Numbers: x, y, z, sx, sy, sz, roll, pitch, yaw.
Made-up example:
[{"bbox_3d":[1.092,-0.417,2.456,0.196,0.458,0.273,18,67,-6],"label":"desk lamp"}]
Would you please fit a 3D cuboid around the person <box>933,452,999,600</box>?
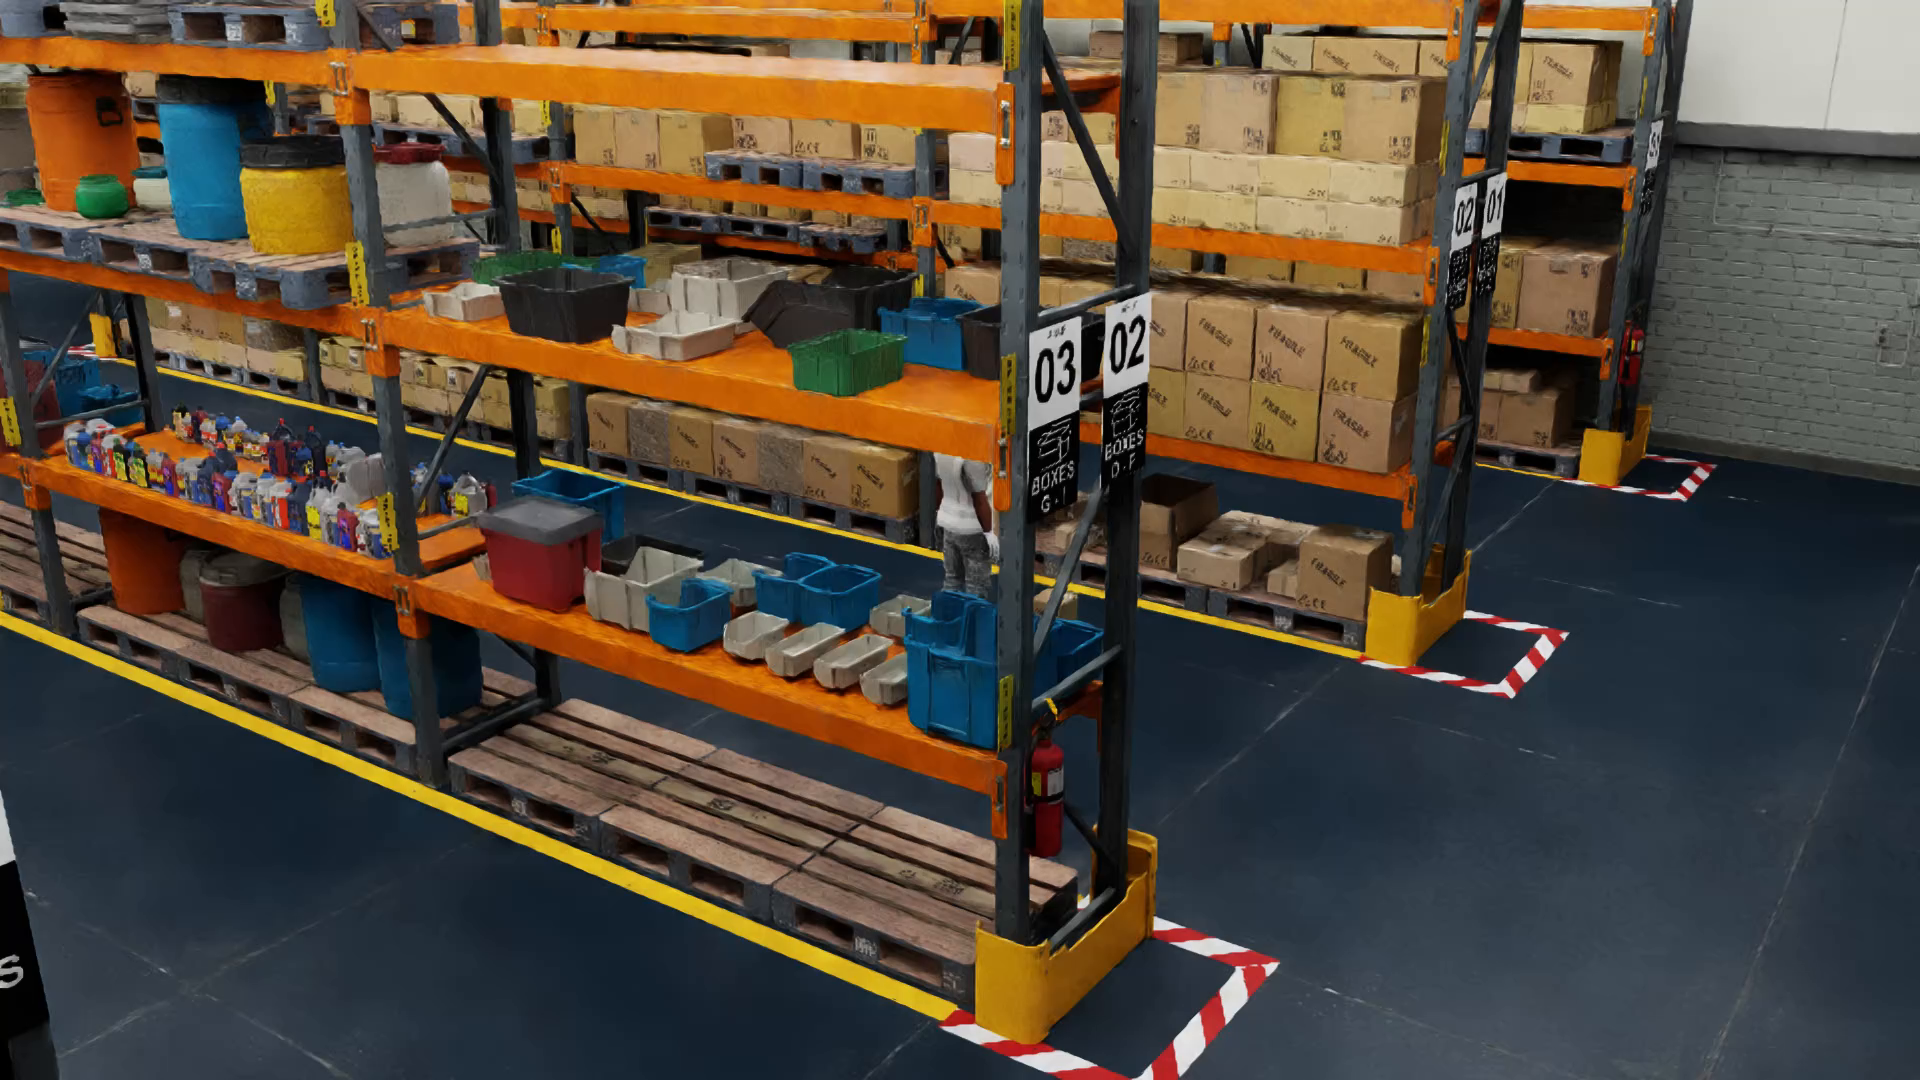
[{"bbox_3d":[0.069,-0.098,11.237,0.436,1.787,0.651,-12,23,-30],"label":"person"}]
